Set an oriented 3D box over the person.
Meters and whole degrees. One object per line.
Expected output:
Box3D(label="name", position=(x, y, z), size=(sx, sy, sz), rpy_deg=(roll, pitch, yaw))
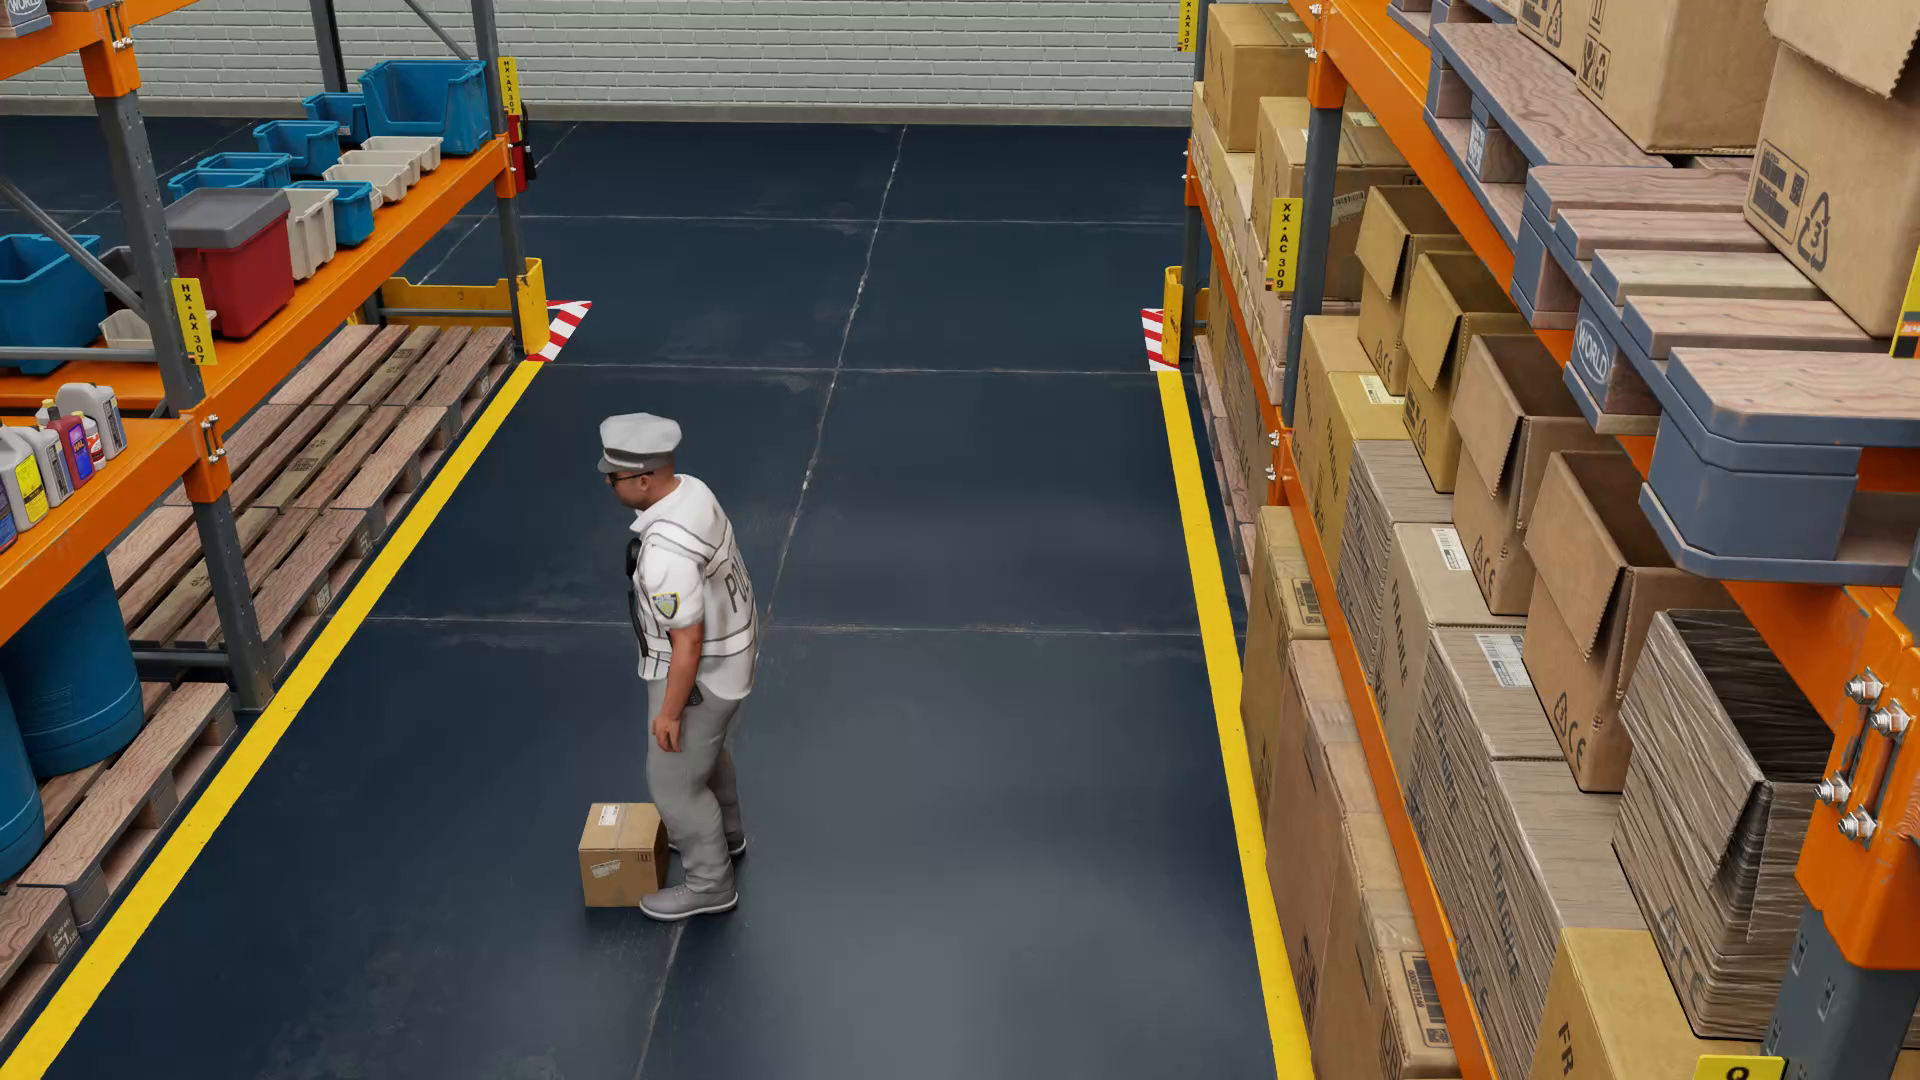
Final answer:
Box3D(label="person", position=(-0.865, 0.412, 5.332), size=(0.437, 1.747, 0.603), rpy_deg=(-1, 28, -1))
